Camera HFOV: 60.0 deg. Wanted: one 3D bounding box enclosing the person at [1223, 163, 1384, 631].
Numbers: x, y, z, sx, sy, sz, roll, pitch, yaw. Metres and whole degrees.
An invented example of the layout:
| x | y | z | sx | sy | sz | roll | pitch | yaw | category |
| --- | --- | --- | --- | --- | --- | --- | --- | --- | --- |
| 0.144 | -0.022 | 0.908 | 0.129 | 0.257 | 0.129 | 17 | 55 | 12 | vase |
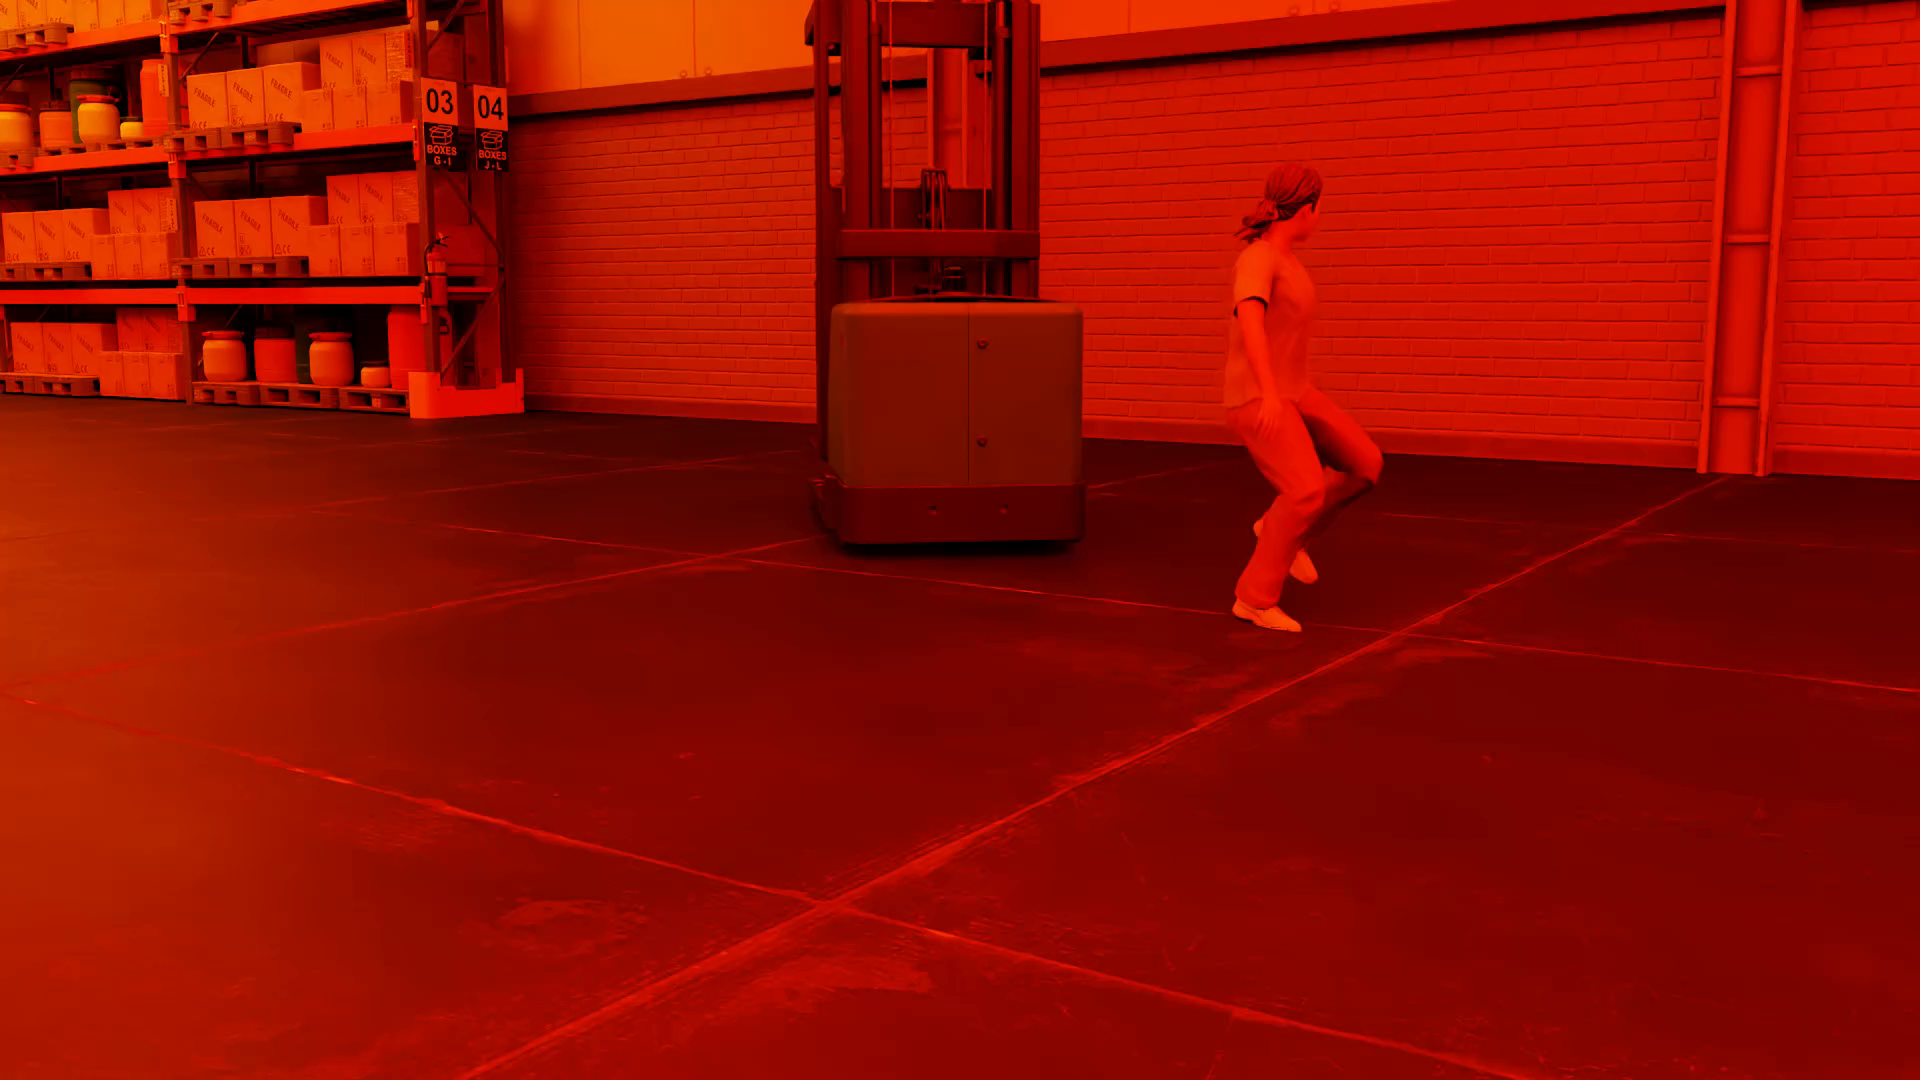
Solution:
| x | y | z | sx | sy | sz | roll | pitch | yaw | category |
| --- | --- | --- | --- | --- | --- | --- | --- | --- | --- |
| 1.119 | -0.489 | 5.681 | 0.496 | 1.562 | 0.890 | 5 | 10 | 34 | person |

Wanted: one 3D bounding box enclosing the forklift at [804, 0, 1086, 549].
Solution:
| x | y | z | sx | sy | sz | roll | pitch | yaw | category |
| --- | --- | --- | --- | --- | --- | --- | --- | --- | --- |
| -0.195 | -1.583 | 8.323 | 1.130 | 2.935 | 3.031 | -1 | 8 | -9 | forklift |
